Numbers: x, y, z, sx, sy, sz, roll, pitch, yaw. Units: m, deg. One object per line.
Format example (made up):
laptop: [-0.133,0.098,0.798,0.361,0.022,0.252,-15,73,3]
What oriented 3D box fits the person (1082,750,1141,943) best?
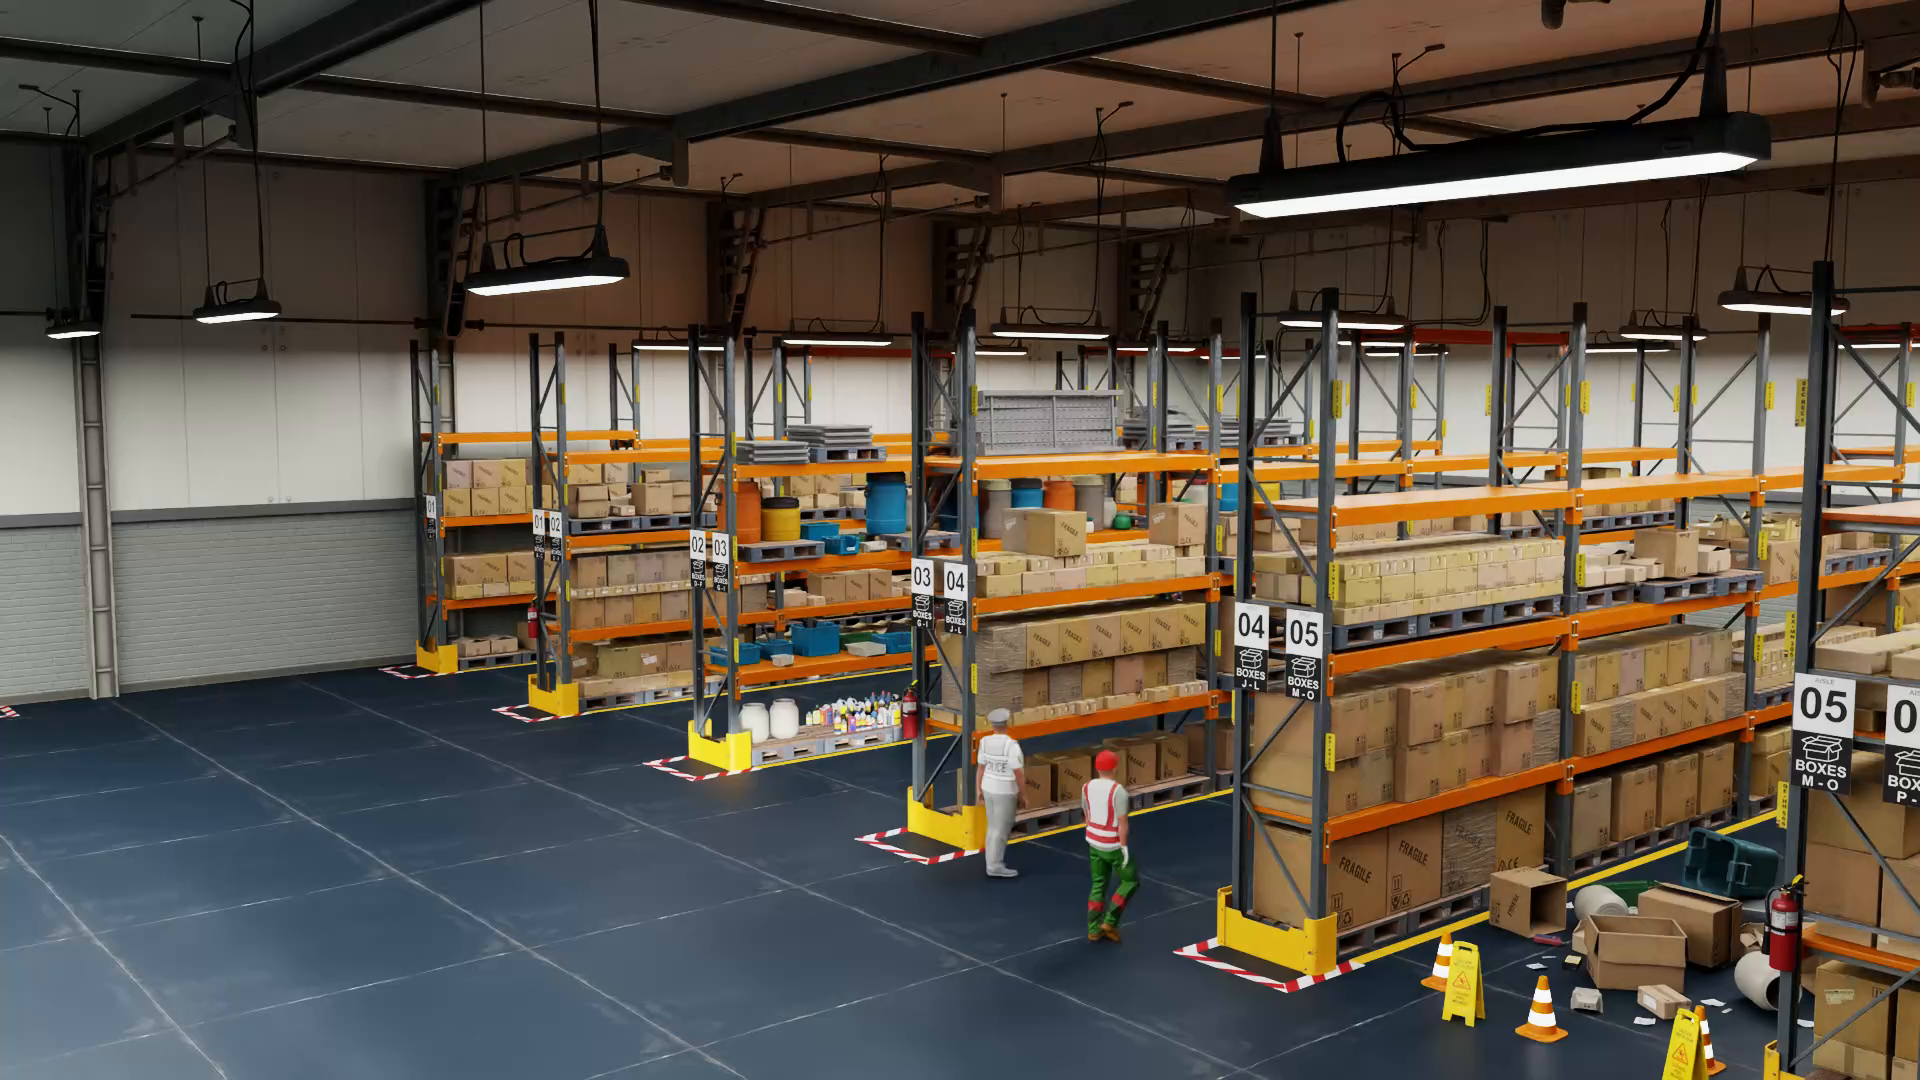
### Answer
person: [1.400,2.842,15.449,0.453,1.816,0.587,-3,6,-30]

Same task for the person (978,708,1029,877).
person: [0.459,2.656,17.522,0.416,1.771,0.560,-3,6,-31]
